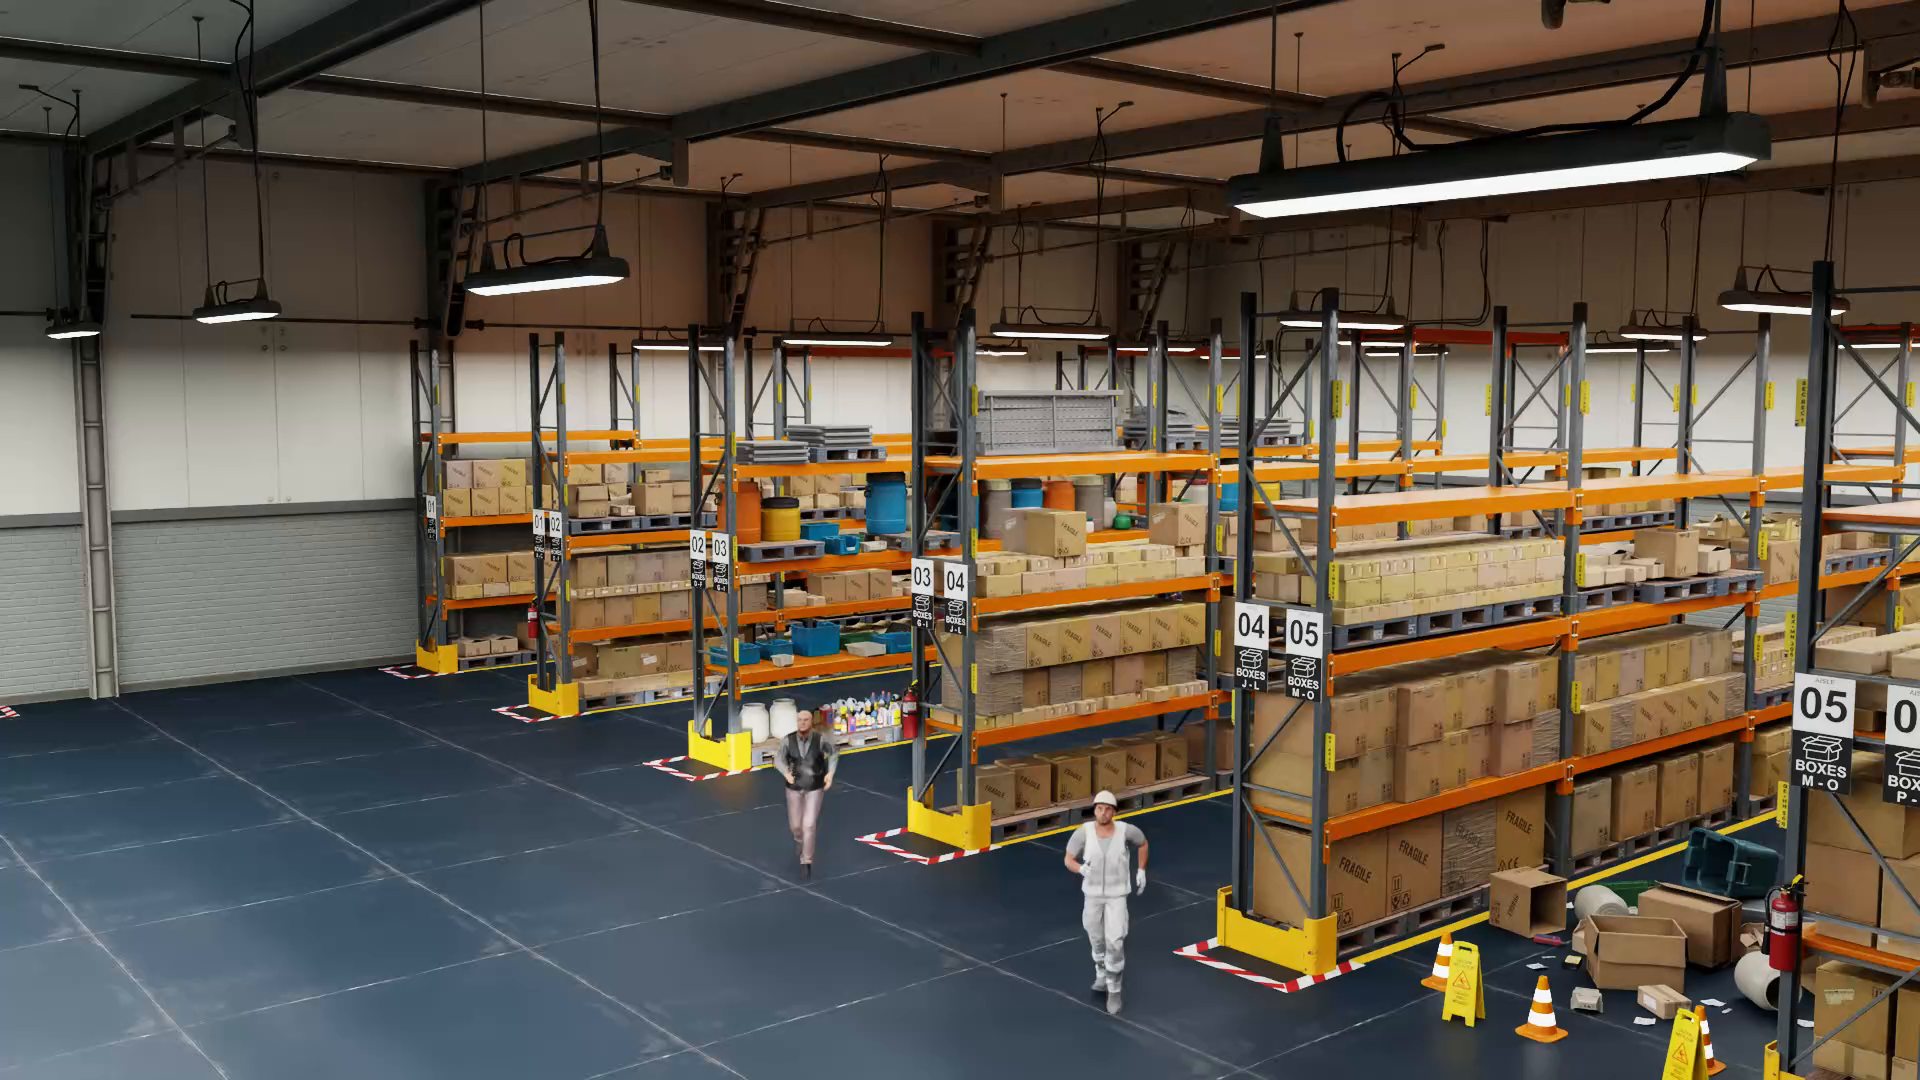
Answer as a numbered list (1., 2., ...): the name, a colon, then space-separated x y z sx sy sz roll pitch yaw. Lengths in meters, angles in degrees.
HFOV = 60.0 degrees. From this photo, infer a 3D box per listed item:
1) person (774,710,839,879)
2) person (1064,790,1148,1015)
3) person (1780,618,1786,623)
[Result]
1. person: -1.645 2.671 17.790 0.683 1.729 0.822 0 5 2
2. person: 1.202 2.996 13.851 0.665 1.849 0.775 1 5 14
3. person: 12.494 2.012 25.242 0.547 1.664 0.574 -4 7 -37
